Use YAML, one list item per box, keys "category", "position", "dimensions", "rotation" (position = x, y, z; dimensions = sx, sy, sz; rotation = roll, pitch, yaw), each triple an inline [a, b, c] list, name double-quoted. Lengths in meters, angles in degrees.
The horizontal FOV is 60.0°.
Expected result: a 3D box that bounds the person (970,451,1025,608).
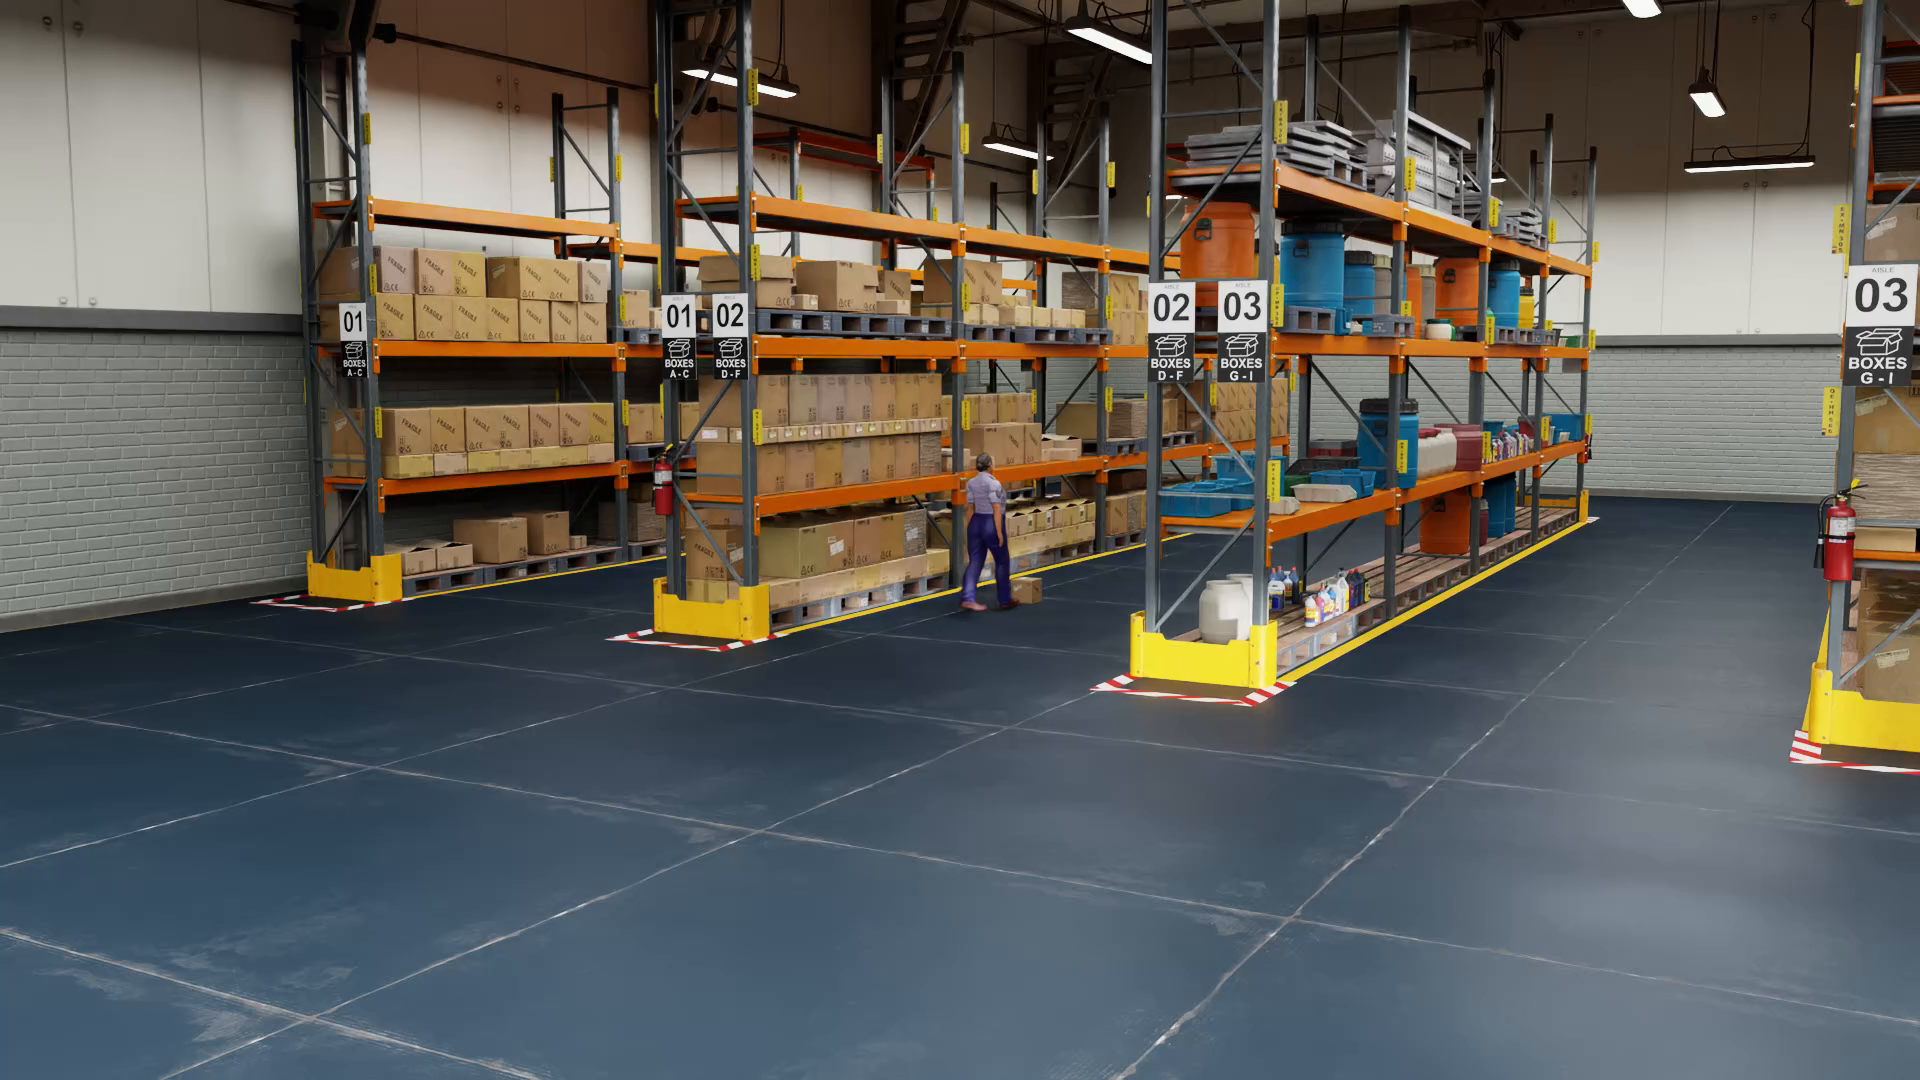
- category: "person"
  position: [0.440, -0.101, 17.424]
  dimensions: [0.501, 1.665, 0.570]
  rotation: [4, 7, 35]
